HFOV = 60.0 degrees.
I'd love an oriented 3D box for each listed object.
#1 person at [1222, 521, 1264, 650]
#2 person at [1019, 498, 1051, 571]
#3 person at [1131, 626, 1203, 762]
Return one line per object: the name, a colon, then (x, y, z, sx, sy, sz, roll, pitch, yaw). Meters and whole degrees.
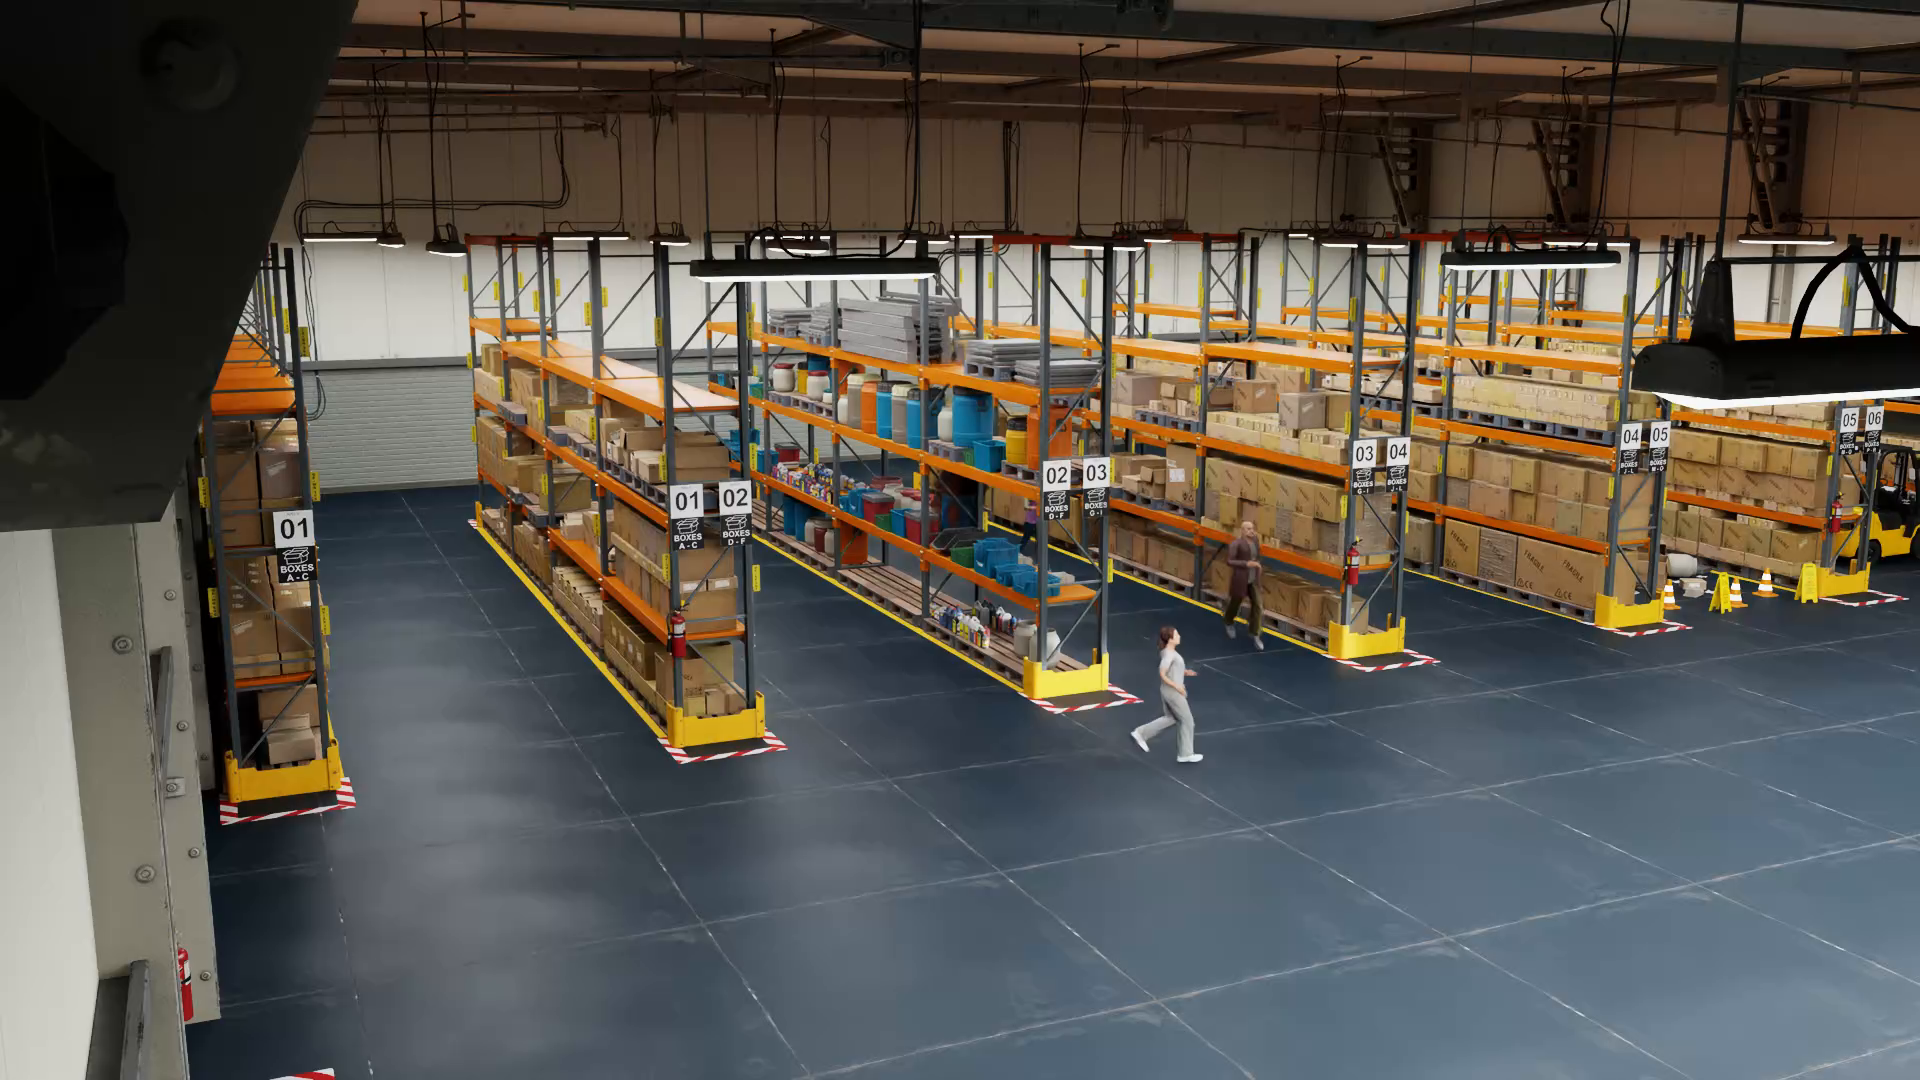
person: (4.172, 0.625, 24.477, 0.733, 1.854, 0.952, -5, 12, -26)
person: (1.277, -0.301, 28.870, 0.575, 1.625, 0.774, -10, 15, -43)
person: (2.450, 1.805, 19.496, 0.845, 1.639, 0.577, 0, 11, -1)
